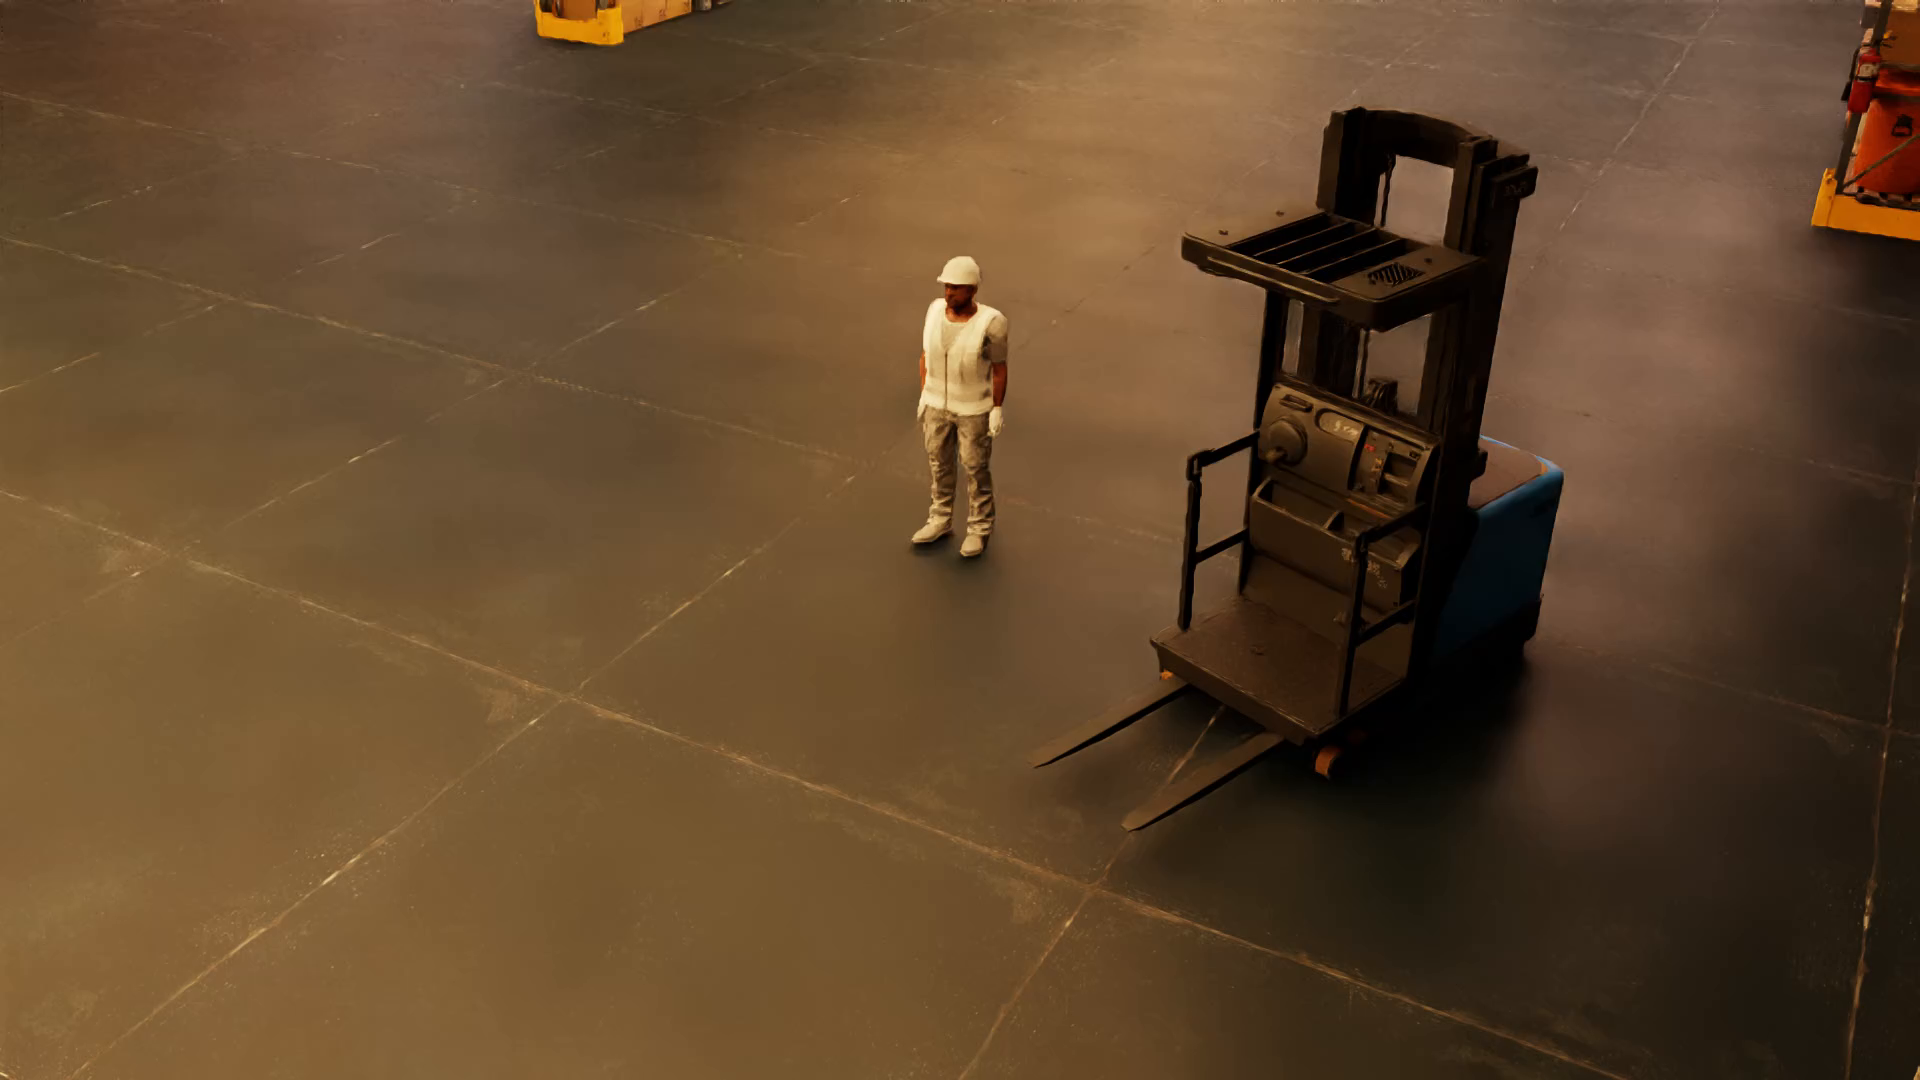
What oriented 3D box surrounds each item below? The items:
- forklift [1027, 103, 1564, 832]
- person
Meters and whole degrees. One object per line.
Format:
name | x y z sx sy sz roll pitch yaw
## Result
forklift | 1.670 -0.416 7.791 3.031 2.935 1.130 -24 37 -35
person | -0.006 -0.768 9.546 0.546 1.790 0.365 15 33 25
